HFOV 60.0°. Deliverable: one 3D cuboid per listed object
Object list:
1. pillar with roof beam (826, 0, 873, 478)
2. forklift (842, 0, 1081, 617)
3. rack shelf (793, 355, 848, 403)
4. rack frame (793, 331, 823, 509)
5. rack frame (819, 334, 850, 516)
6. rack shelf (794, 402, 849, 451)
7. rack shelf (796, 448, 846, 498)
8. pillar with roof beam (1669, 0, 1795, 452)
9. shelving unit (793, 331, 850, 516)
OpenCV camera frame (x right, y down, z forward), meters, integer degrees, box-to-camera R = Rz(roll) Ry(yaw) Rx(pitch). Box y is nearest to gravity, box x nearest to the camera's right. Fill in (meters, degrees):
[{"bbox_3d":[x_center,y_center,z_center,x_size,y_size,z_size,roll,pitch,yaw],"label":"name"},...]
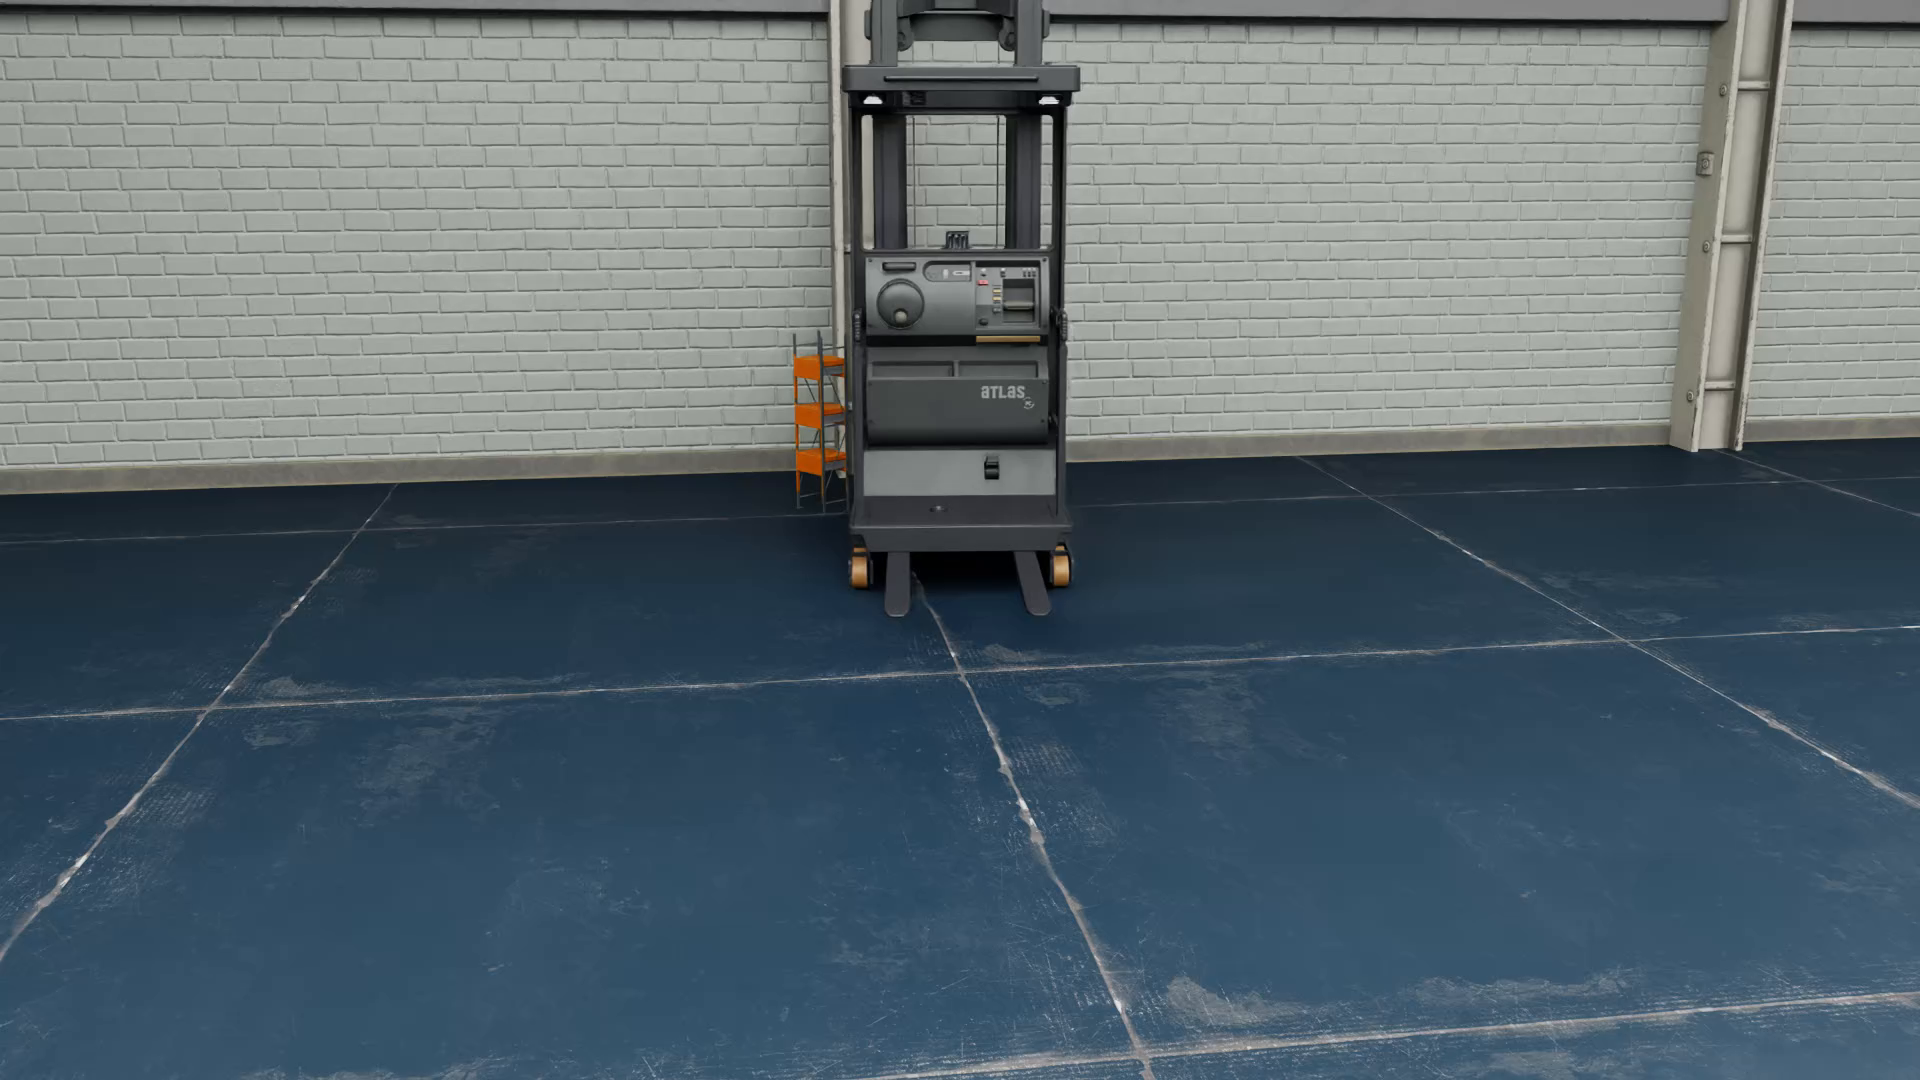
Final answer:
[{"bbox_3d":[0.024,-3.778,5.786,0.400,9.000,9.100,-2,14,-8],"label":"pillar with roof beam"},{"bbox_3d":[-0.004,-1.255,8.201,1.130,2.935,3.031,0,14,-1],"label":"forklift"},{"bbox_3d":[-0.817,-0.956,9.753,0.215,0.259,0.240,-13,19,-42],"label":"rack shelf"},{"bbox_3d":[-0.902,-0.712,9.904,0.200,1.050,0.008,-13,19,-42],"label":"rack frame"},{"bbox_3d":[-0.733,-0.670,9.734,0.200,1.050,0.008,-13,19,-42],"label":"rack frame"},{"bbox_3d":[-0.817,-0.681,9.822,0.215,0.259,0.240,-13,19,-42],"label":"rack shelf"},{"bbox_3d":[-0.817,-0.411,9.889,0.215,0.259,0.240,-13,19,-42],"label":"rack shelf"},{"bbox_3d":[5.957,-3.995,6.653,0.400,9.000,9.100,-2,14,-8],"label":"pillar with roof beam"},{"bbox_3d":[-0.817,-0.691,9.819,0.215,1.050,0.252,-13,19,-42],"label":"shelving unit"}]
